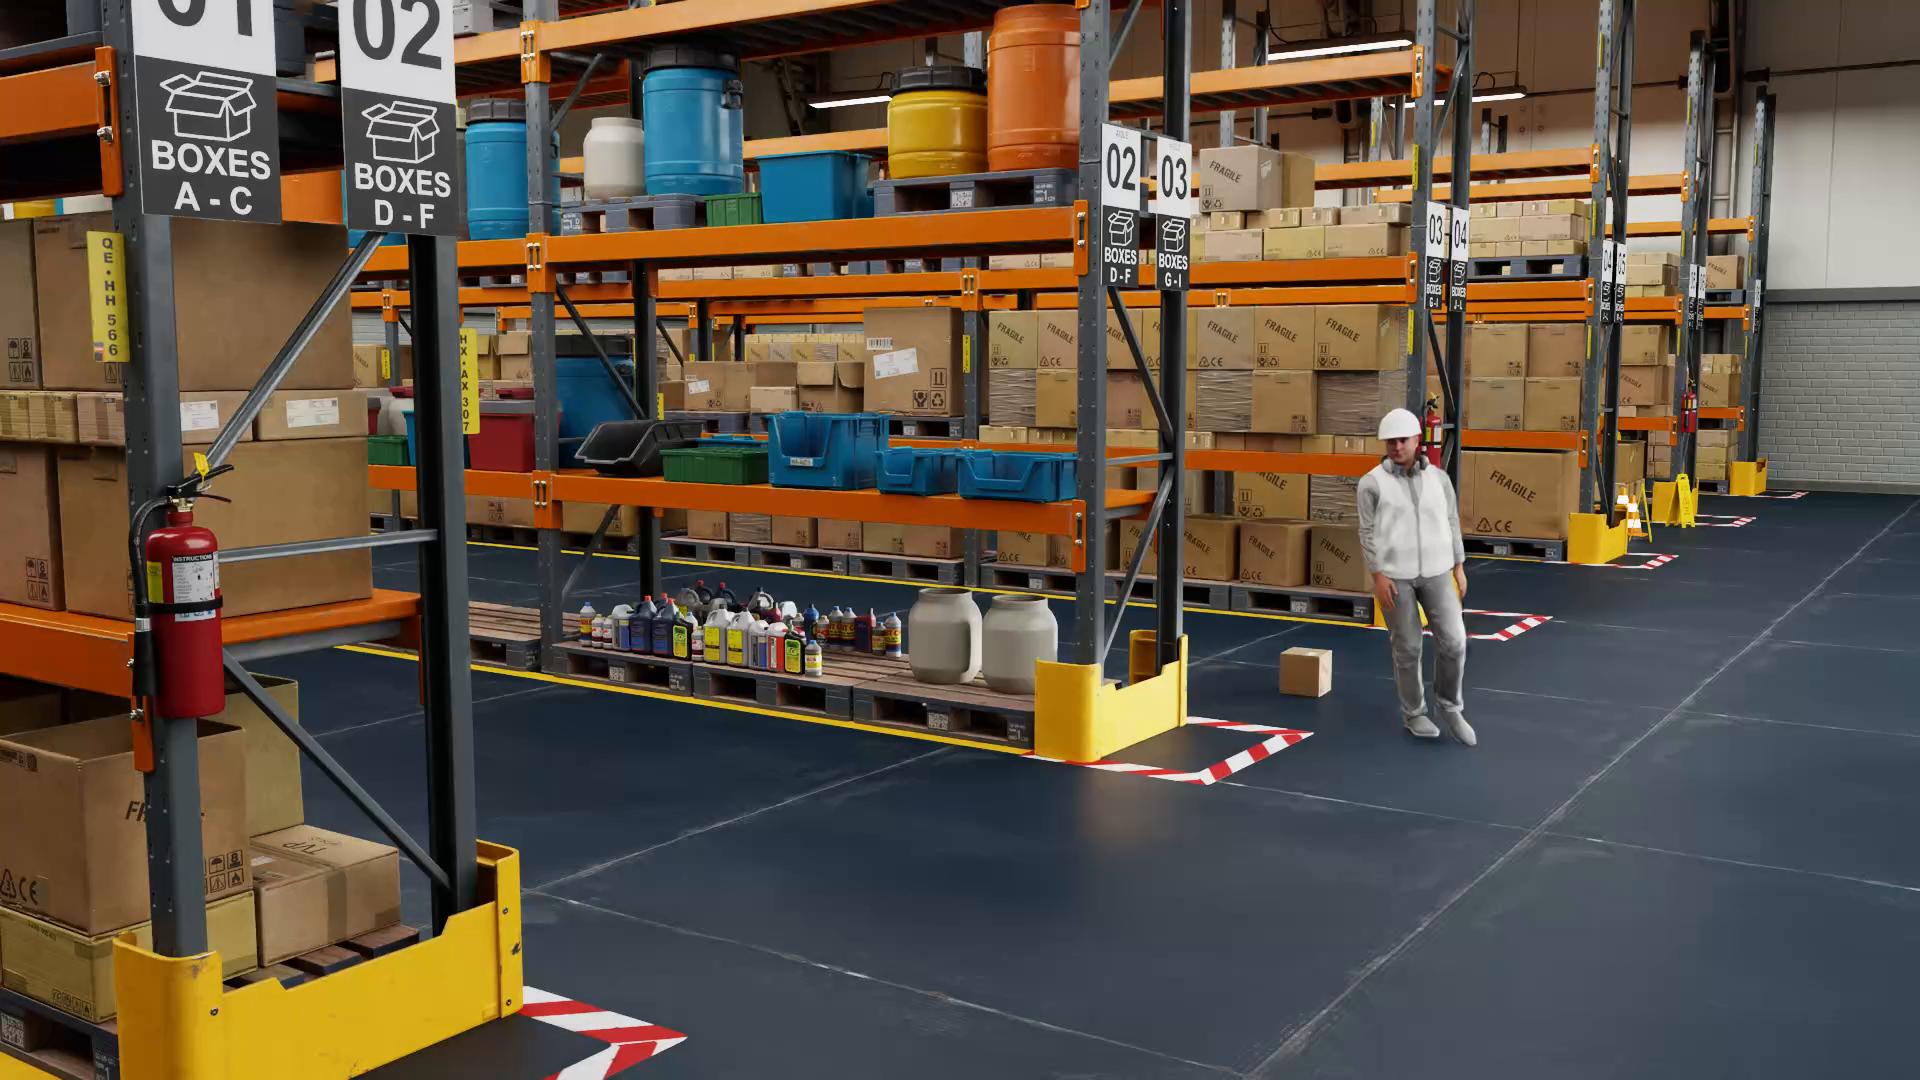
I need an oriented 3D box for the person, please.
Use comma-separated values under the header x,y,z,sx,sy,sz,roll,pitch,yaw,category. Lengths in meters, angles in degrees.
x,y,z,sx,sy,sz,roll,pitch,yaw,category
2.430,0.207,8.804,0.644,1.797,0.468,0,6,-1,person
